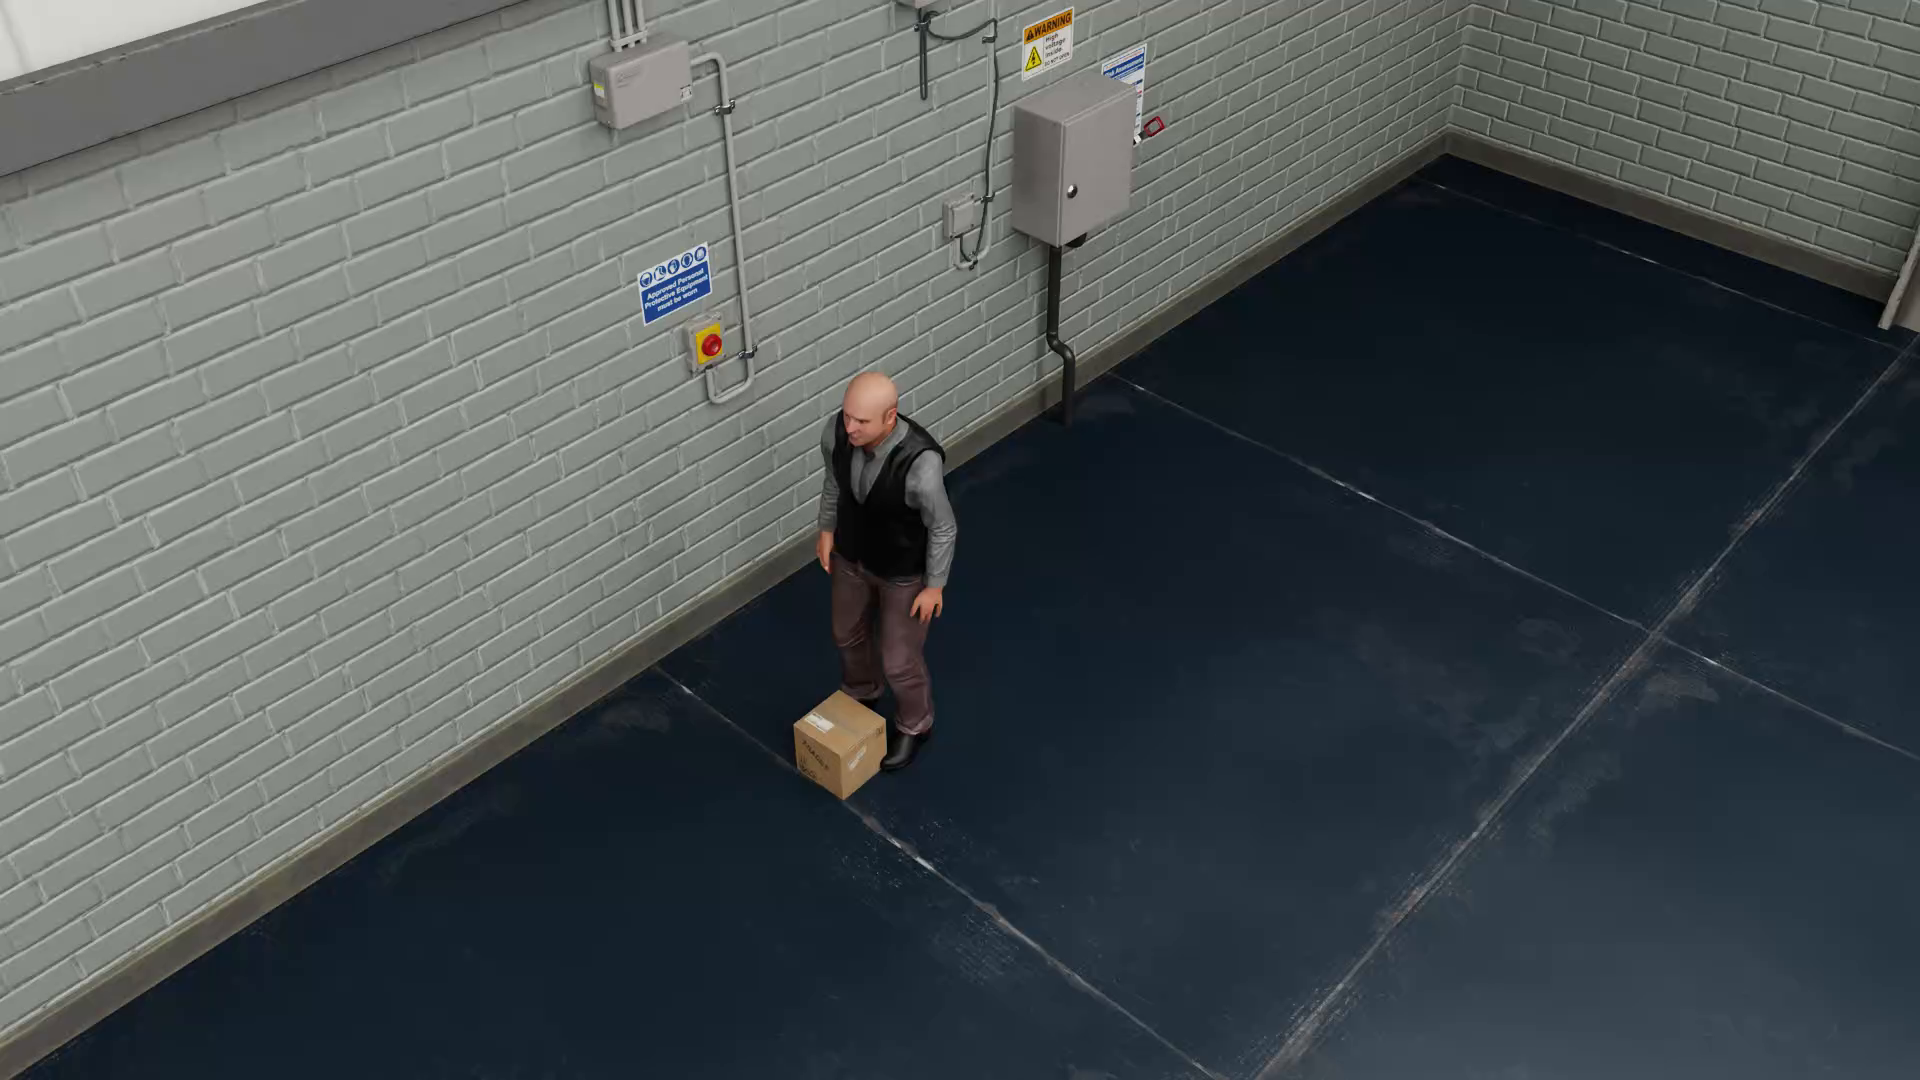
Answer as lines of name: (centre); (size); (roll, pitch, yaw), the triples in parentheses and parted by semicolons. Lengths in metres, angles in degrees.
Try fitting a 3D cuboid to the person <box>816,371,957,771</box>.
person: (-0.269, 0.080, 6.076); (0.586, 1.720, 0.423); (27, 46, 29)
